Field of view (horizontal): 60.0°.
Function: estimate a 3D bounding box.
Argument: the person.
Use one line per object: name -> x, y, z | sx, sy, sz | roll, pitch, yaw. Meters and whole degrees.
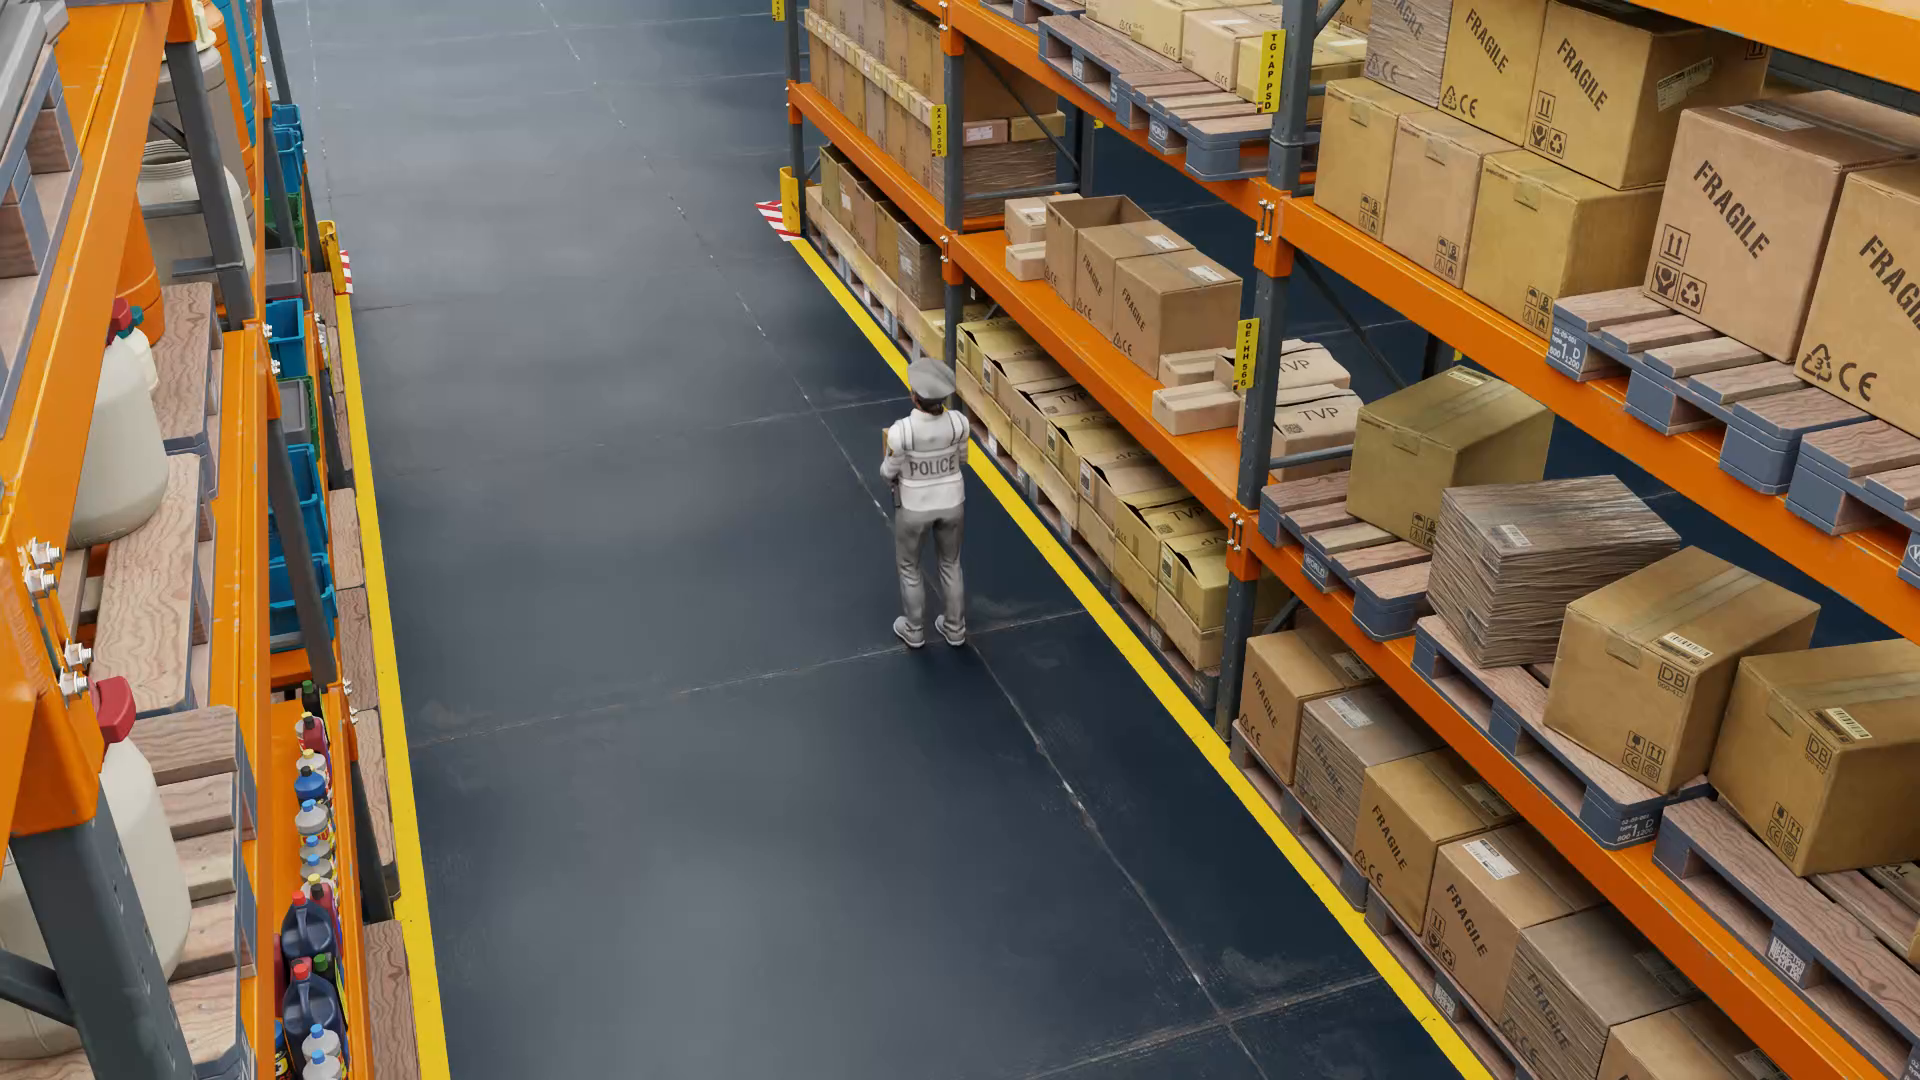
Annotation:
person -> -0.186, -0.208, 8.671 | 0.461, 1.686, 0.563 | -10, 32, -17
